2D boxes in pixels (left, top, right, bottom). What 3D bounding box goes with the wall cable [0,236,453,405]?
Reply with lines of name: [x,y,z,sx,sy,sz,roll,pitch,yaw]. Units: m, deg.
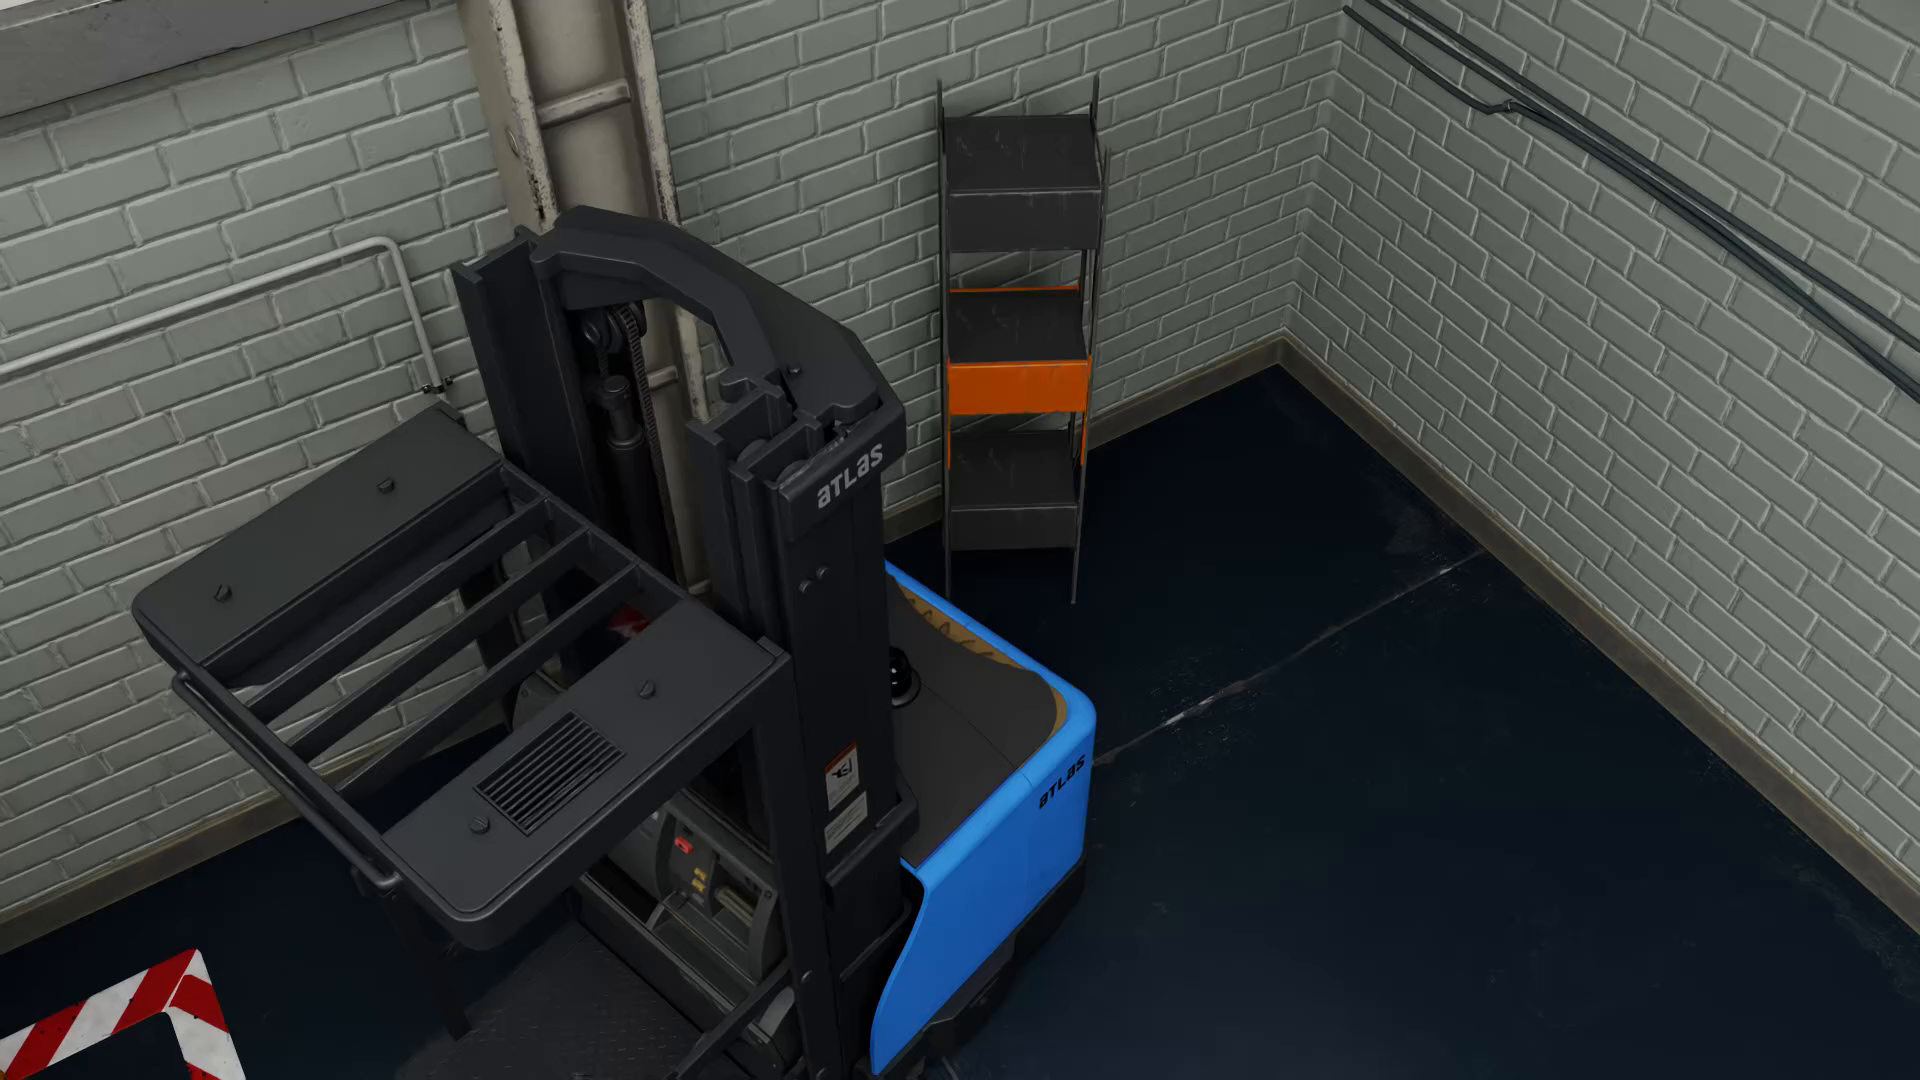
wall cable: [-2.280,-0.351,4.319,1.851,1.984,0.084,-25,53,-21]

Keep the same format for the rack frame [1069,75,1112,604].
rack frame: [0.432,-0.598,5.822,0.015,2.100,0.400,-2,48,-2]

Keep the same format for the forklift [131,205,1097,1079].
forklift: [-0.930,0.812,4.010,1.130,2.935,3.031,33,56,26]

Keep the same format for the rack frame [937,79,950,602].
rack frame: [-0.056,-0.583,5.808,0.015,2.100,0.400,-2,48,-2]

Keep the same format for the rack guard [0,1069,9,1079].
rack guard: [-2.838,1.916,4.654,0.348,0.500,1.175,-25,53,-21]

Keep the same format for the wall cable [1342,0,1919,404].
wall cable: [2.116,-1.896,4.437,0.112,2.526,3.097,-25,53,-21]

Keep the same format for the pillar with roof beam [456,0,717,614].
pillar with roof beam: [1.260,0.196,0.495,0.400,9.000,9.100,-25,53,-21]

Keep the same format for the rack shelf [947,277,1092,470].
rack shelf: [0.188,-0.581,5.825,0.480,0.518,0.431,-2,48,-2]

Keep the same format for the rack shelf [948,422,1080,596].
rack shelf: [0.188,-0.116,6.348,0.480,0.518,0.431,-2,48,-2]

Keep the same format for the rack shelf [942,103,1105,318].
rack shelf: [0.188,-1.047,5.302,0.480,0.518,0.431,-2,48,-2]

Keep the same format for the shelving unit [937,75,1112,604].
shelving unit: [0.188,-0.590,5.815,0.503,2.100,0.431,-2,48,-2]
